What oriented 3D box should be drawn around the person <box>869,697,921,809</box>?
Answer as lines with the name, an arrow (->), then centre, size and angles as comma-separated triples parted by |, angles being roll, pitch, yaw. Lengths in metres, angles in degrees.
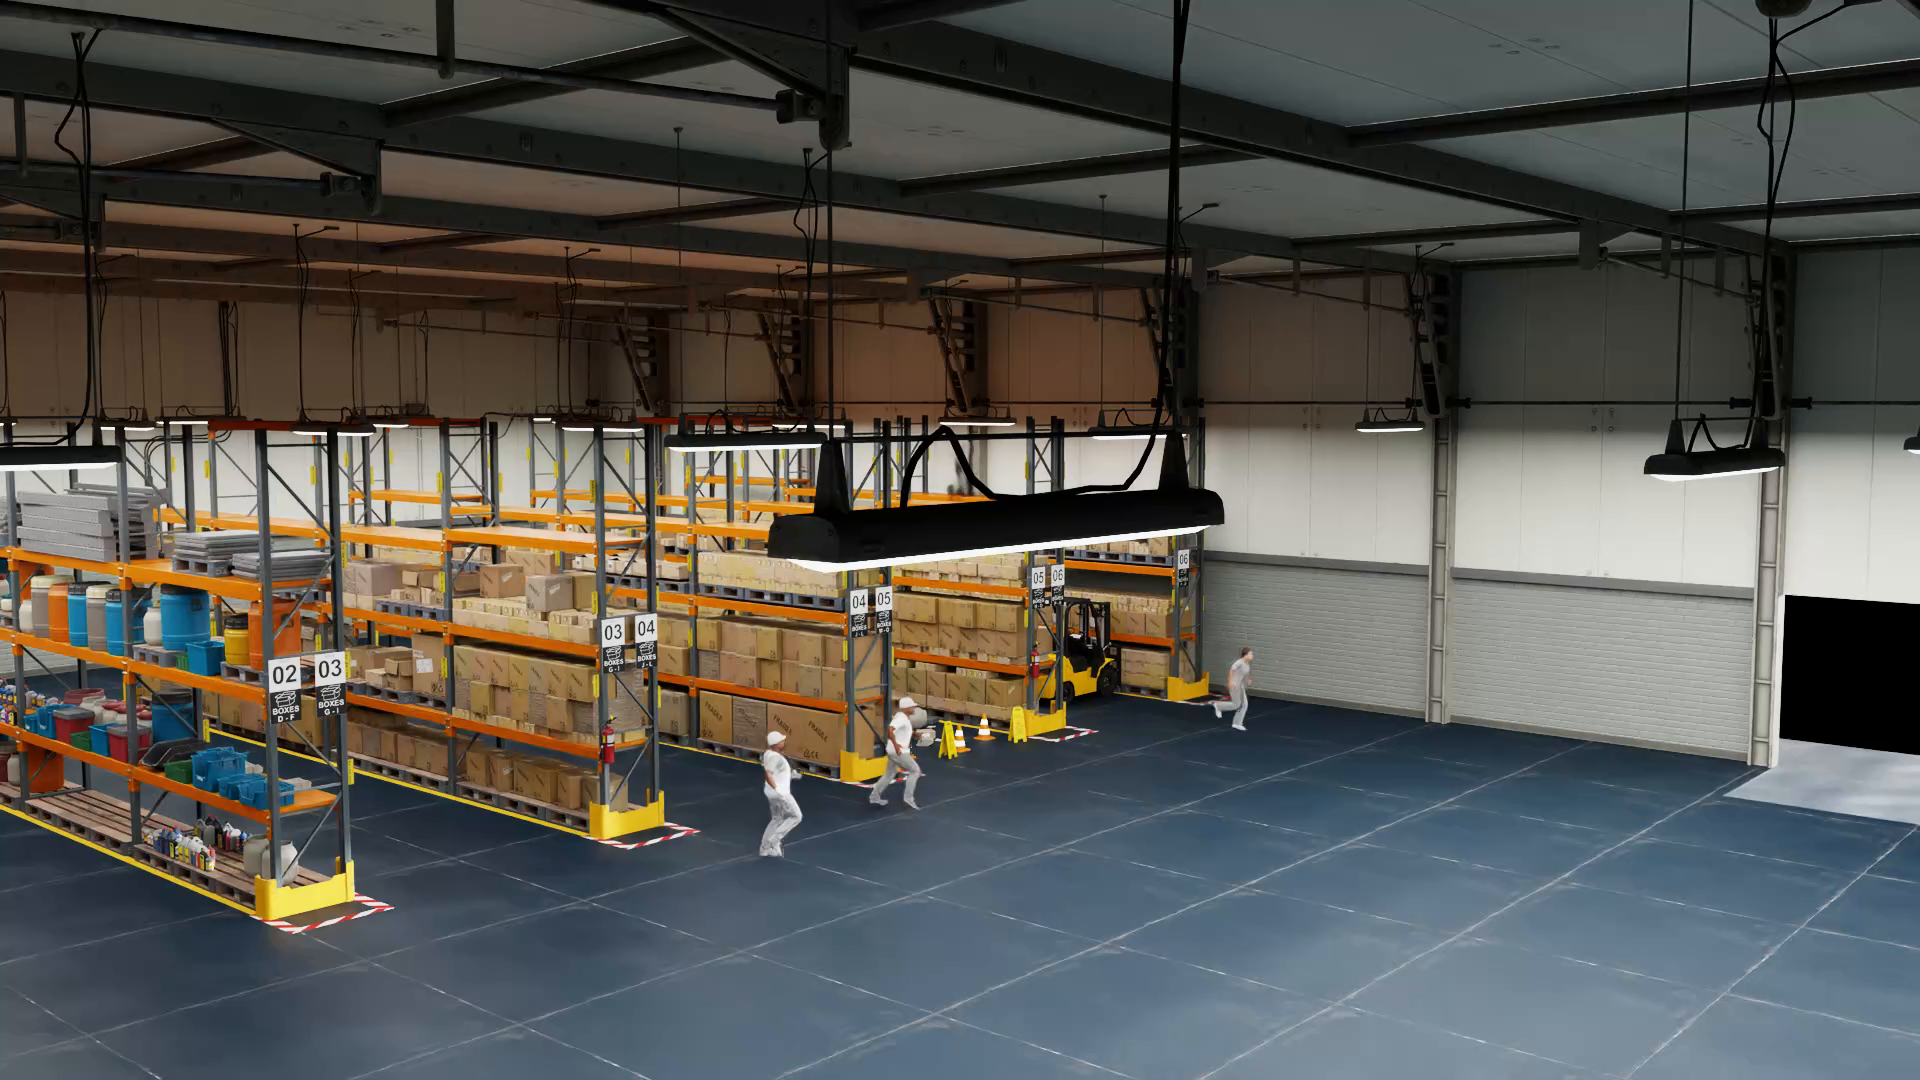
person -> -0.998, 3.329, 25.846 | 0.831, 1.770, 0.727 | -1, 5, -9

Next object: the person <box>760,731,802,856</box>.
person -> -2.479, 3.521, 23.124 | 0.635, 1.740, 0.673 | -2, 5, -22

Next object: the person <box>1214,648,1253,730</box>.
person -> 5.319, 2.872, 32.327 | 0.786, 1.613, 0.559 | 3, 5, 28
